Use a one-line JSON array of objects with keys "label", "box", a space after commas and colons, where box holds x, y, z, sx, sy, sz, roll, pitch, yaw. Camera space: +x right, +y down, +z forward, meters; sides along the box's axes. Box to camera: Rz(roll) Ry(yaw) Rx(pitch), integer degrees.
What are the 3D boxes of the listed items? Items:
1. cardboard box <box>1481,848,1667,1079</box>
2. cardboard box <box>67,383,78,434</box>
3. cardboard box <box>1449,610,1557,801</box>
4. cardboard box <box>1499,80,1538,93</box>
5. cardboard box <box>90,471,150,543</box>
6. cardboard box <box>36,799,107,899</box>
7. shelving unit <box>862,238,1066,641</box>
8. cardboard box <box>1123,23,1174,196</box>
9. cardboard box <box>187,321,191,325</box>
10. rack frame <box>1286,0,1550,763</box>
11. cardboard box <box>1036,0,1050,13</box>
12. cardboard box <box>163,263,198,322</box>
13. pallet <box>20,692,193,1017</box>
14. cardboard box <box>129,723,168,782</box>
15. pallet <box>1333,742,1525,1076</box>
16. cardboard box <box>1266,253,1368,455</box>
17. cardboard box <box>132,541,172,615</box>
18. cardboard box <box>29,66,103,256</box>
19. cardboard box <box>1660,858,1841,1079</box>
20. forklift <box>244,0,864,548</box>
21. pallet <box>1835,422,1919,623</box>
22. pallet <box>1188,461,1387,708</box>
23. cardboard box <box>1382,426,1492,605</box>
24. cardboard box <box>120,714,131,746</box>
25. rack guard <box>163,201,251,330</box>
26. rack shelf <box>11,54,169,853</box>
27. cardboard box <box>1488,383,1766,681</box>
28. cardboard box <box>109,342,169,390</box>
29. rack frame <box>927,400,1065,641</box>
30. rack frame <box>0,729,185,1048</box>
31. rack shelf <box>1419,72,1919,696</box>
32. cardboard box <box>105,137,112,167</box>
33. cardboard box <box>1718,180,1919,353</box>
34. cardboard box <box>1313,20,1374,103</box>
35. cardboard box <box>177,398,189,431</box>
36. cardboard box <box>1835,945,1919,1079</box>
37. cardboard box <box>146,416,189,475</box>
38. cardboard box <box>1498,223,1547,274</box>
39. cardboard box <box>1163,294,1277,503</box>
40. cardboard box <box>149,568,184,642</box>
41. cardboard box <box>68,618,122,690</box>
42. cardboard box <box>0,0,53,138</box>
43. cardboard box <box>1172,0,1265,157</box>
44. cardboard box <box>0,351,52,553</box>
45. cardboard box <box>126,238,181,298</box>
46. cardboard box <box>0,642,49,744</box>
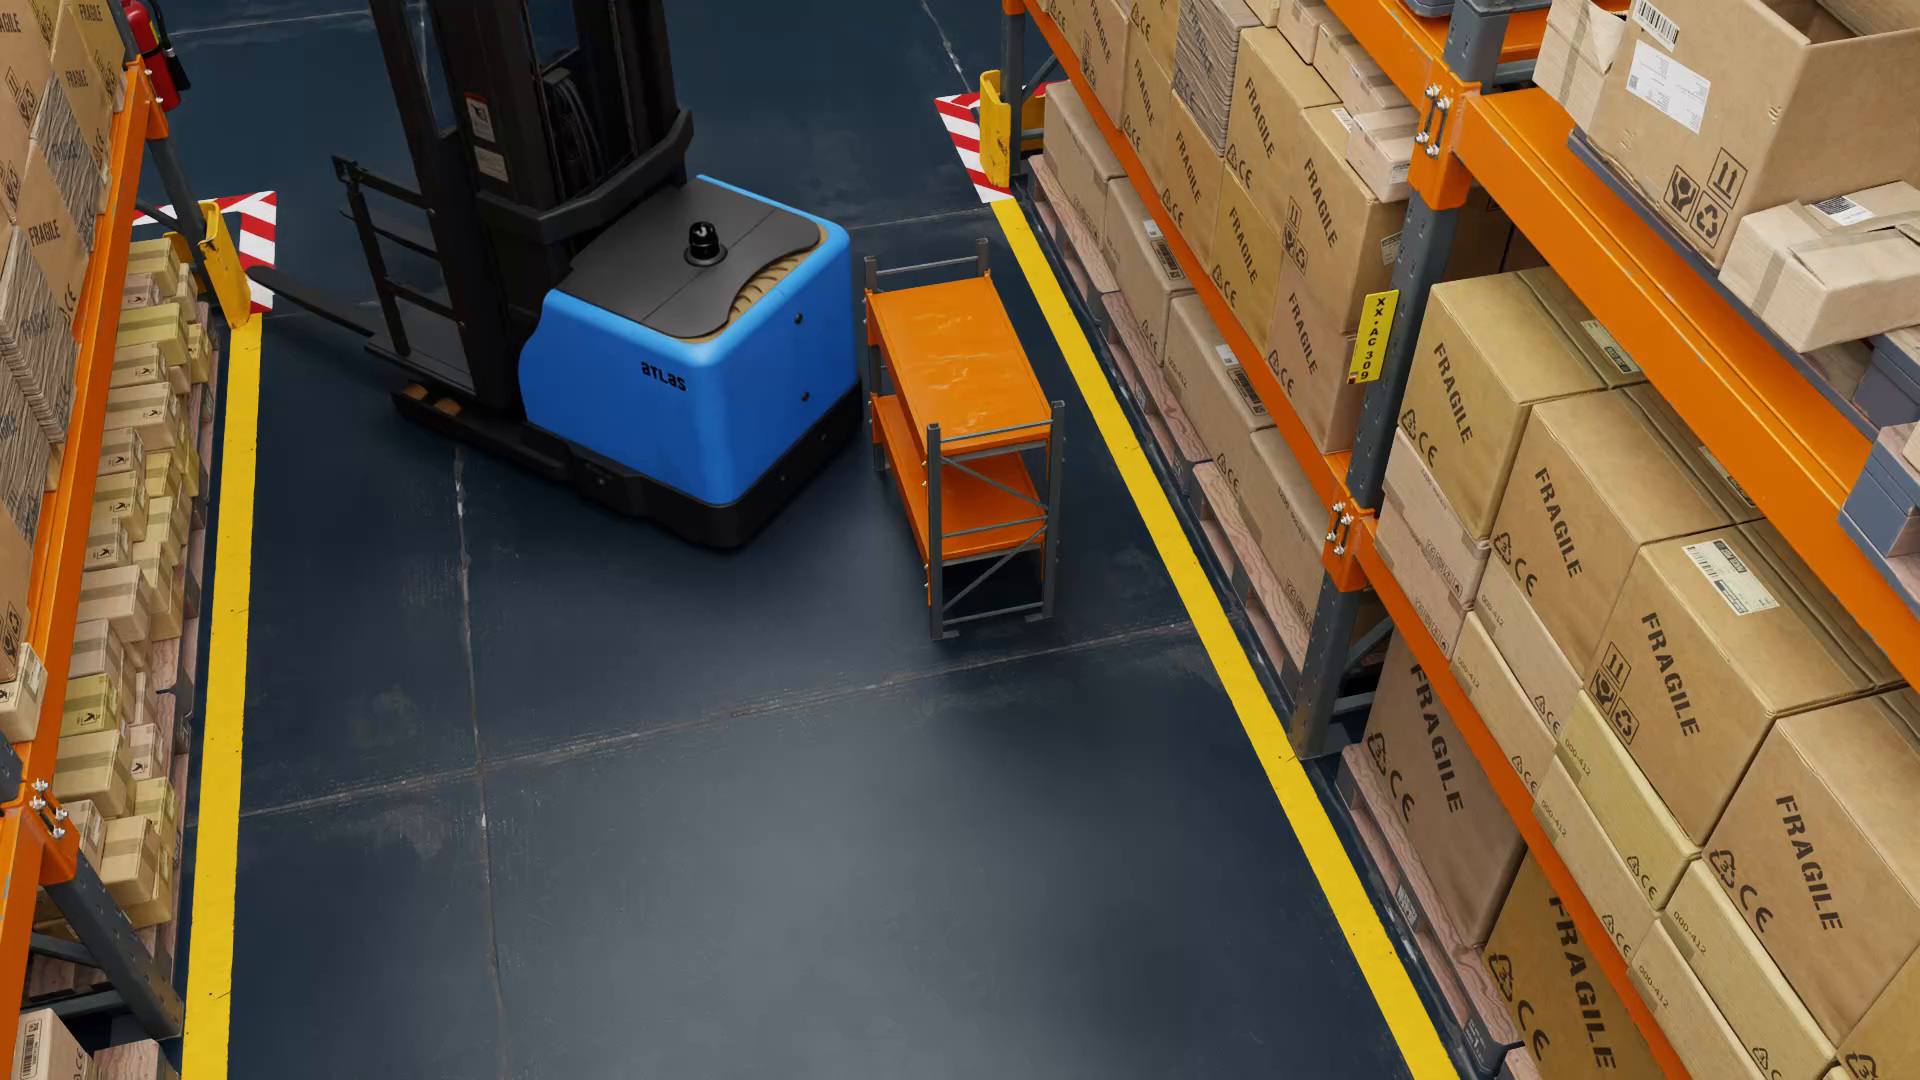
[{"label": "cardboard box", "box": [2.205, 1.277, 4.843, 0.875, 0.875, 0.875, -9, 46, -9]}, {"label": "cardboard box", "box": [-3.170, -0.449, 5.516, 0.380, 0.149, 0.250, -9, 46, -9]}, {"label": "cardboard box", "box": [1.721, 0.406, 4.608, 0.500, 0.250, 0.500, -12, 47, -11]}, {"label": "cardboard box", "box": [1.819, -1.407, 5.055, 0.380, 0.149, 0.250, -10, 46, -10]}, {"label": "cardboard box", "box": [-3.293, -0.097, 6.282, 0.380, 0.149, 0.250, -10, 47, -10]}, {"label": "cardboard box", "box": [-2.917, 0.986, 5.220, 0.380, 0.149, 0.250, -9, 46, -9]}, {"label": "shelving unit", "box": [-0.002, -0.398, 6.604, 0.538, 1.125, 1.048, -11, 47, -10]}, {"label": "cardboard box", "box": [0.965, -1.727, 6.523, 0.500, 0.500, 0.500, -9, 46, -9]}, {"label": "cardboard box", "box": [-3.717, -0.966, 7.549, 0.380, 0.149, 0.250, -10, 46, -10]}, {"label": "rack frame", "box": [1.730, -0.356, 5.249, 1.000, 3.000, 0.127, -11, 47, -10]}, {"label": "cardboard box", "box": [0.551, -2.768, 7.543, 0.500, 0.500, 0.500, -11, 47, -11]}, {"label": "cardboard box", "box": [-3.643, -1.083, 7.456, 0.380, 0.149, 0.250, -12, 47, -11]}, {"label": "pallet", "box": [-3.236, 1.138, 5.738, 1.003, 0.211, 1.213, -11, 47, -10]}, {"label": "cardboard box", "box": [-2.994, 0.814, 5.805, 0.380, 0.149, 0.250, -11, 47, -11]}, {"label": "pallet", "box": [2.000, 1.139, 5.736, 1.003, 0.211, 1.213, -11, 47, -10]}, {"label": "cardboard box", "box": [1.364, -0.664, 5.481, 0.500, 0.500, 0.500, -10, 46, -10]}, {"label": "cardboard box", "box": [-3.179, 0.170, 6.227, 0.380, 0.149, 0.250, -11, 47, -11]}, {"label": "cardboard box", "box": [-3.424, -1.313, 5.909, 0.500, 0.500, 0.500, -11, 47, -10]}, {"label": "cardboard box", "box": [1.965, 0.934, 3.740, 0.500, 0.250, 0.500, -12, 47, -12]}, {"label": "forklift", "box": [-1.957, -1.794, 6.707, 3.031, 2.935, 1.130, 24, 50, 21]}, {"label": "pallet", "box": [2.248, 0.216, 2.721, 1.003, 0.211, 1.213, -9, 46, -8]}, {"label": "pallet", "box": [1.611, 0.081, 6.773, 1.003, 0.211, 1.213, -11, 47, -10]}, {"label": "cardboard box", "box": [1.570, -0.123, 4.776, 0.500, 0.250, 0.500, -12, 47, -11]}, {"label": "cardboard box", "box": [-3.062, 0.737, 5.672, 0.380, 0.149, 0.250, -11, 47, -11]}, {"label": "rack guard", "box": [-4.034, -1.215, 7.841, 1.175, 0.500, 0.348, -11, 47, -10]}, {"label": "rack shelf", "box": [-3.542, -0.510, 5.904, 1.077, 0.370, 4.000, -11, 47, -10]}, {"label": "cardboard box", "box": [1.721, -0.038, 4.168, 0.500, 0.500, 0.500, -11, 47, -11]}, {"label": "cardboard box", "box": [-3.470, -0.651, 6.824, 0.380, 0.149, 0.250, -12, 47, -12]}, {"label": "rack frame", "box": [0.128, -0.047, 6.260, 0.500, 1.125, 0.032, -11, 47, -10]}, {"label": "rack frame", "box": [-3.030, 0.619, 4.294, 1.000, 3.000, 0.127, -11, 47, -10]}, {"label": "rack shelf", "box": [2.242, 0.227, 3.081, 1.077, 0.370, 4.000, -11, 47, -10]}, {"label": "cardboard box", "box": [-3.591, -1.532, 6.578, 0.380, 0.149, 0.250, -11, 47, -11]}, {"label": "cardboard box", "box": [1.715, -0.533, 3.192, 0.380, 0.166, 0.250, -14, 47, -13]}, {"label": "cardboard box", "box": [1.326, -1.498, 5.144, 0.380, 0.149, 0.250, -11, 47, -10]}, {"label": "cardboard box", "box": [-3.493, -0.441, 7.035, 0.380, 0.149, 0.250, -10, 46, -10]}, {"label": "cardboard box", "box": [2.108, 1.015, 3.136, 0.500, 0.500, 0.500, -11, 47, -10]}, {"label": "cardboard box", "box": [-3.363, -0.370, 6.757, 0.380, 0.149, 0.250, -10, 46, -10]}, {"label": "cardboard box", "box": [1.842, -1.114, 5.222, 0.500, 0.500, 0.500, -10, 46, -10]}, {"label": "cardboard box", "box": [1.443, -0.677, 7.064, 0.875, 0.438, 0.875, -12, 47, -11]}, {"label": "cardboard box", "box": [-3.184, 0.272, 6.336, 0.380, 0.149, 0.250, -12, 47, -11]}, {"label": "cardboard box", "box": [-3.132, 0.444, 5.751, 0.380, 0.149, 0.250, -12, 47, -11]}, {"label": "cardboard box", "box": [-3.424, -1.654, 5.543, 0.500, 0.500, 0.500, -9, 46, -8]}, {"label": "cardboard box", "box": [1.081, -1.717, 5.813, 0.500, 0.500, 0.500, -10, 46, -10]}, {"label": "cardboard box", "box": [-3.046, -0.248, 4.865, 0.500, 0.500, 0.500, -11, 47, -10]}, {"label": "cardboard box", "box": [-3.673, -1.181, 7.343, 0.380, 0.149, 0.250, -10, 46, -10]}, {"label": "cardboard box", "box": [-2.786, 0.452, 4.634, 0.380, 0.149, 0.250, -9, 46, -9]}]
